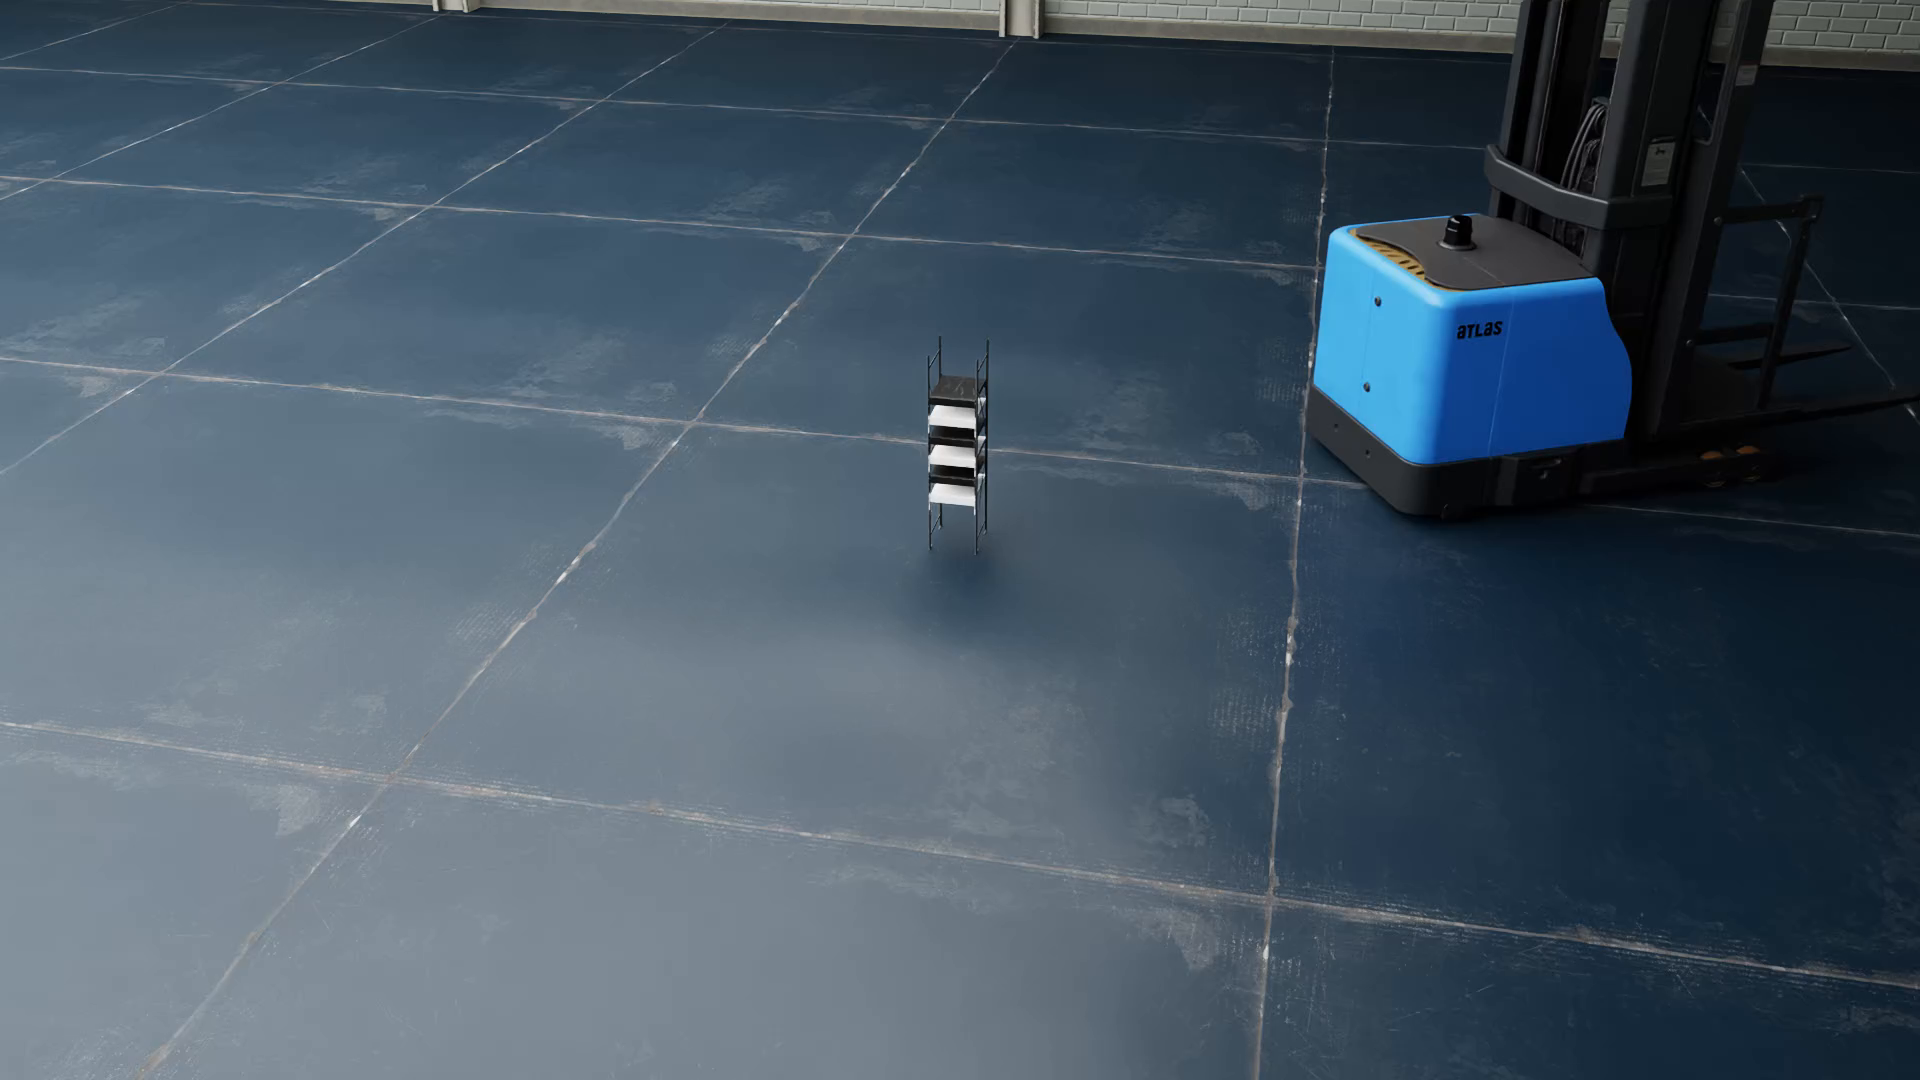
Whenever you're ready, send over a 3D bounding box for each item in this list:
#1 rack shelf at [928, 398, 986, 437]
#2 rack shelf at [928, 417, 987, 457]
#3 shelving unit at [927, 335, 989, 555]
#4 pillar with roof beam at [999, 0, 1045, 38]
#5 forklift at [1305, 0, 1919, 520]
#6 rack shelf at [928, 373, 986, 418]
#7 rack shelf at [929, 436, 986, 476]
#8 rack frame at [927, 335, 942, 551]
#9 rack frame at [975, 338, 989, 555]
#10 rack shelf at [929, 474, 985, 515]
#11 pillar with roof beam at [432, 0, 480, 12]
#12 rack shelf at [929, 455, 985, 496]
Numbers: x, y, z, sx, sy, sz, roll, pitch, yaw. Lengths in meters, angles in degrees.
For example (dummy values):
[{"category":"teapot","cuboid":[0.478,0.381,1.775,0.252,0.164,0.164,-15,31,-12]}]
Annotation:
[{"category":"rack shelf","cuboid":[-0.008,-0.524,6.965,0.200,0.077,0.258,6,29,11]},{"category":"rack shelf","cuboid":[-0.008,-0.445,7.008,0.200,0.077,0.258,6,29,11]},{"category":"shelving unit","cuboid":[-0.008,-0.396,7.035,0.210,0.900,0.258,6,29,11]},{"category":"pillar with roof beam","cuboid":[-0.292,-6.889,10.463,0.400,9.000,9.100,6,29,11]},{"category":"forklift","cuboid":[3.257,-1.764,7.419,3.031,2.935,1.130,-8,30,-14]},{"category":"rack shelf","cuboid":[-0.008,-0.603,6.922,0.200,0.077,0.258,6,29,11]},{"category":"rack shelf","cuboid":[-0.008,-0.366,7.051,0.200,0.077,0.258,6,29,11]},{"category":"rack frame","cuboid":[-0.107,-0.406,7.054,0.006,0.900,0.240,6,29,11]},{"category":"rack frame","cuboid":[0.091,-0.385,7.017,0.006,0.900,0.240,6,29,11]},{"category":"rack shelf","cuboid":[-0.008,-0.208,7.138,0.200,0.077,0.258,6,29,11]},{"category":"pillar with roof beam","cuboid":[-6.160,-7.491,11.562,0.400,9.000,9.100,6,29,11]},{"category":"rack shelf","cuboid":[-0.008,-0.287,7.095,0.200,0.077,0.258,6,29,11]}]
